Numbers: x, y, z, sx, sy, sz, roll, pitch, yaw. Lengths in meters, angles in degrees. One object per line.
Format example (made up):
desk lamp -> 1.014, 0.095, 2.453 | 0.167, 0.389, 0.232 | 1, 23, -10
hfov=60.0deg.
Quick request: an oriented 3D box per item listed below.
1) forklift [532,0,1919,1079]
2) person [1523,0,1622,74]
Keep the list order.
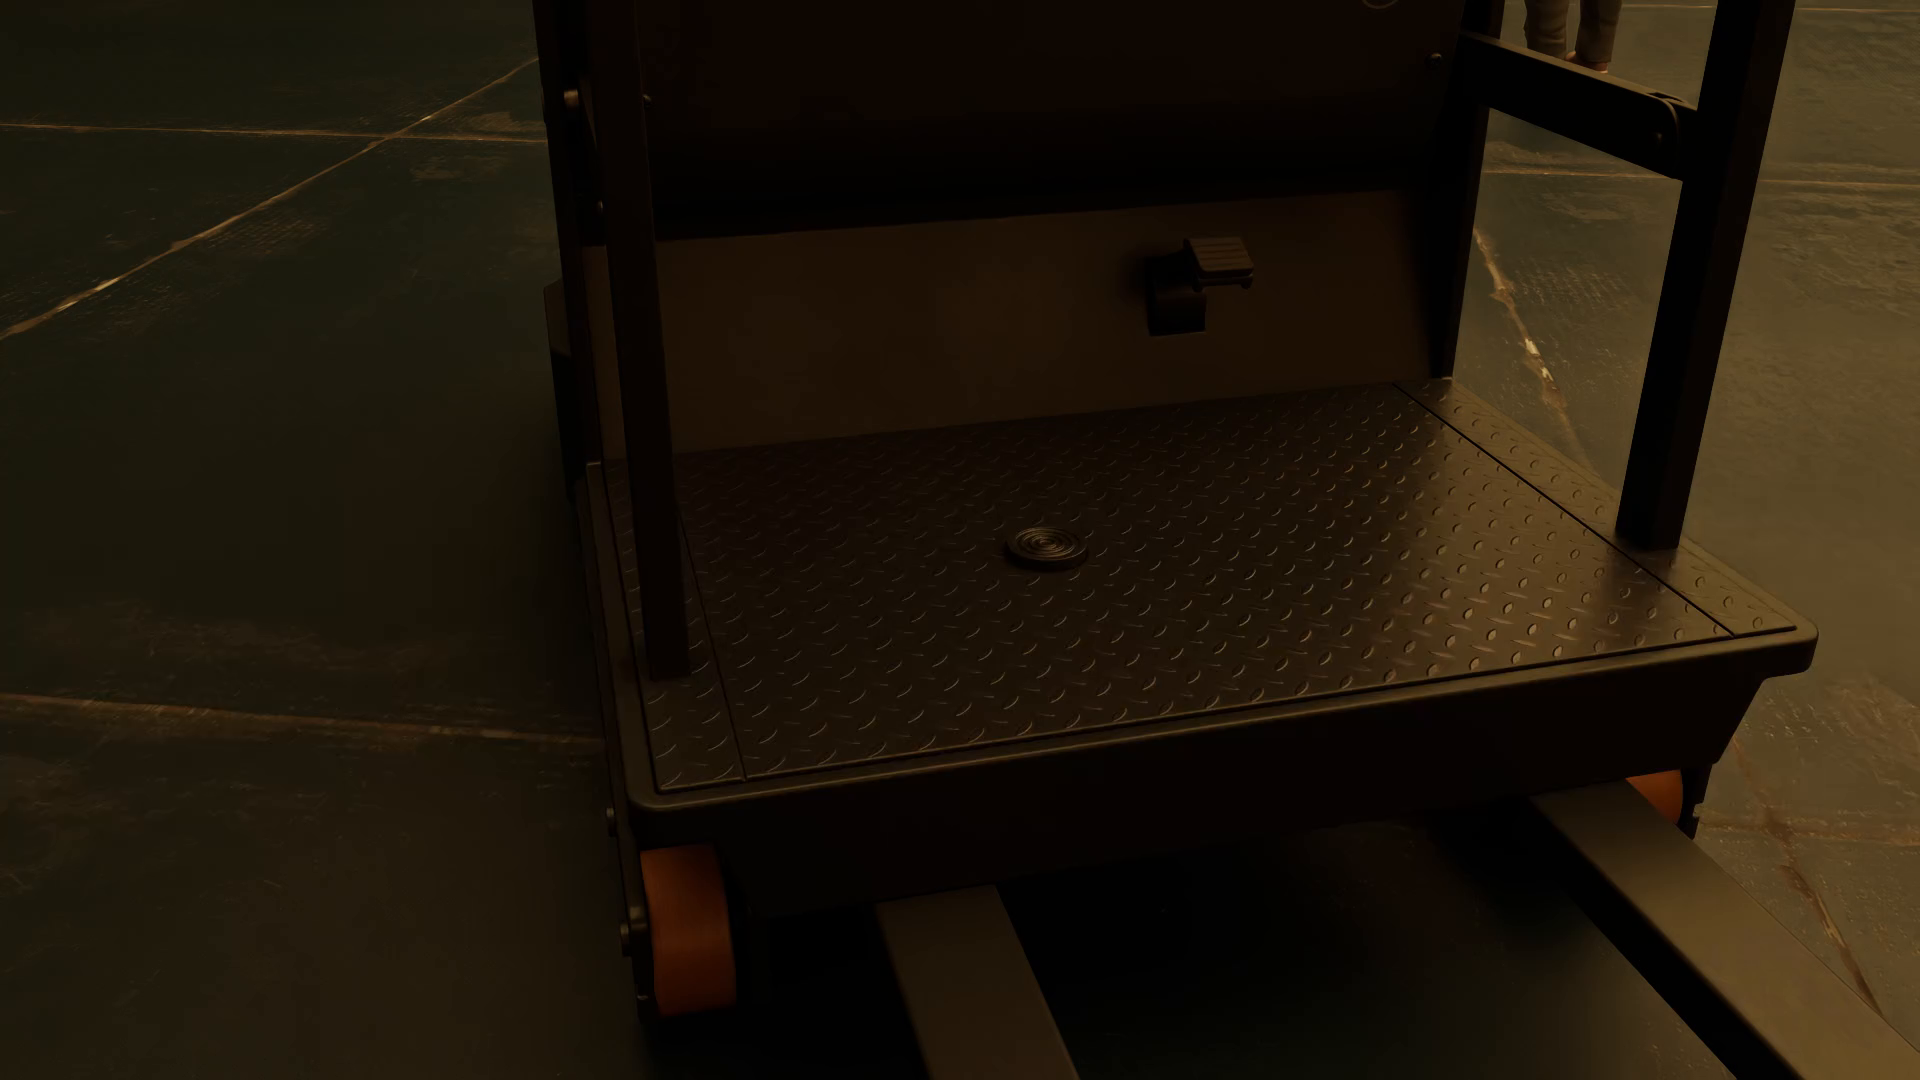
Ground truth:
forklift -> 0.153, -1.049, 1.319 | 1.130, 2.935, 3.031 | -7, 27, -13
person -> 1.919, -2.260, 5.161 | 0.570, 1.655, 0.504 | -3, 27, -6
